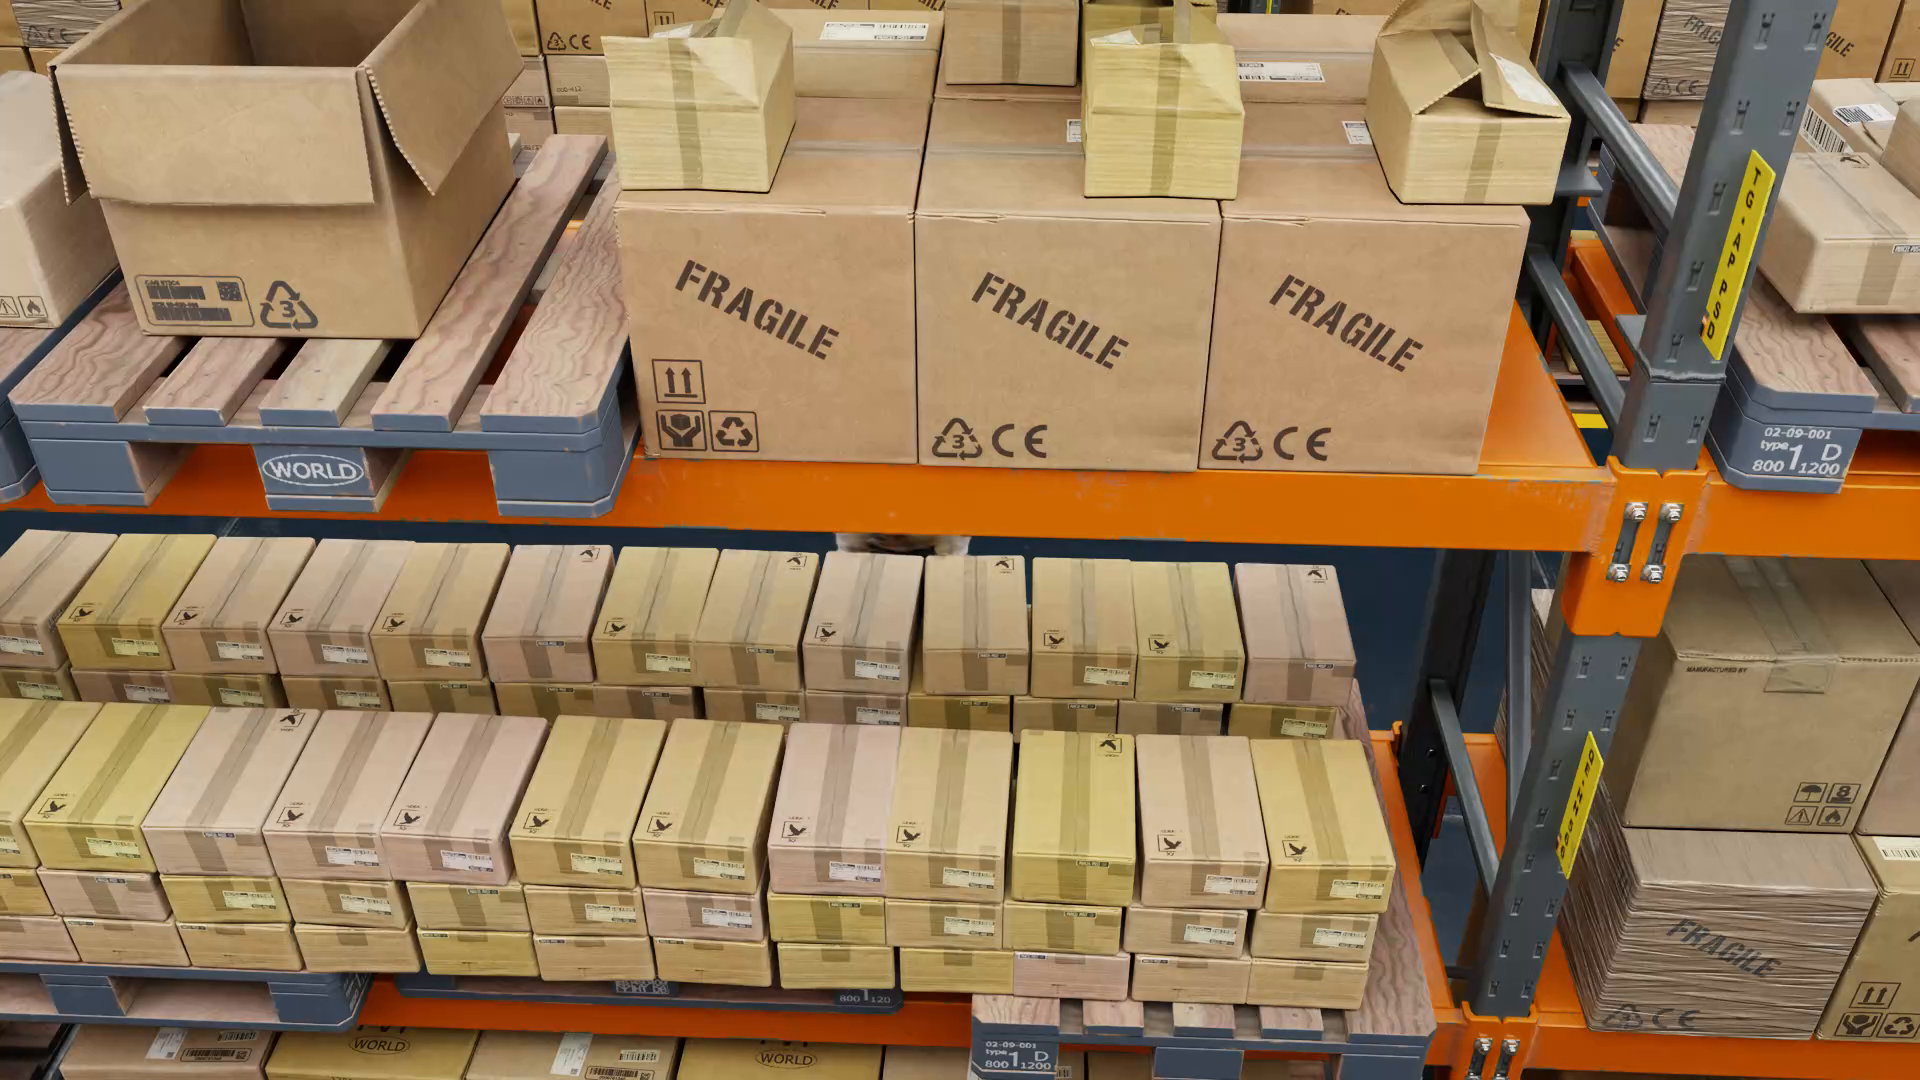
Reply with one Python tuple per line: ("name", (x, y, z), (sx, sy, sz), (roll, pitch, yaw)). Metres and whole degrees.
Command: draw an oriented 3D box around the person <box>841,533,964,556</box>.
("person", (-0.192, 0.051, 6.113), (0.495, 1.697, 0.624), (1, 35, 1))
